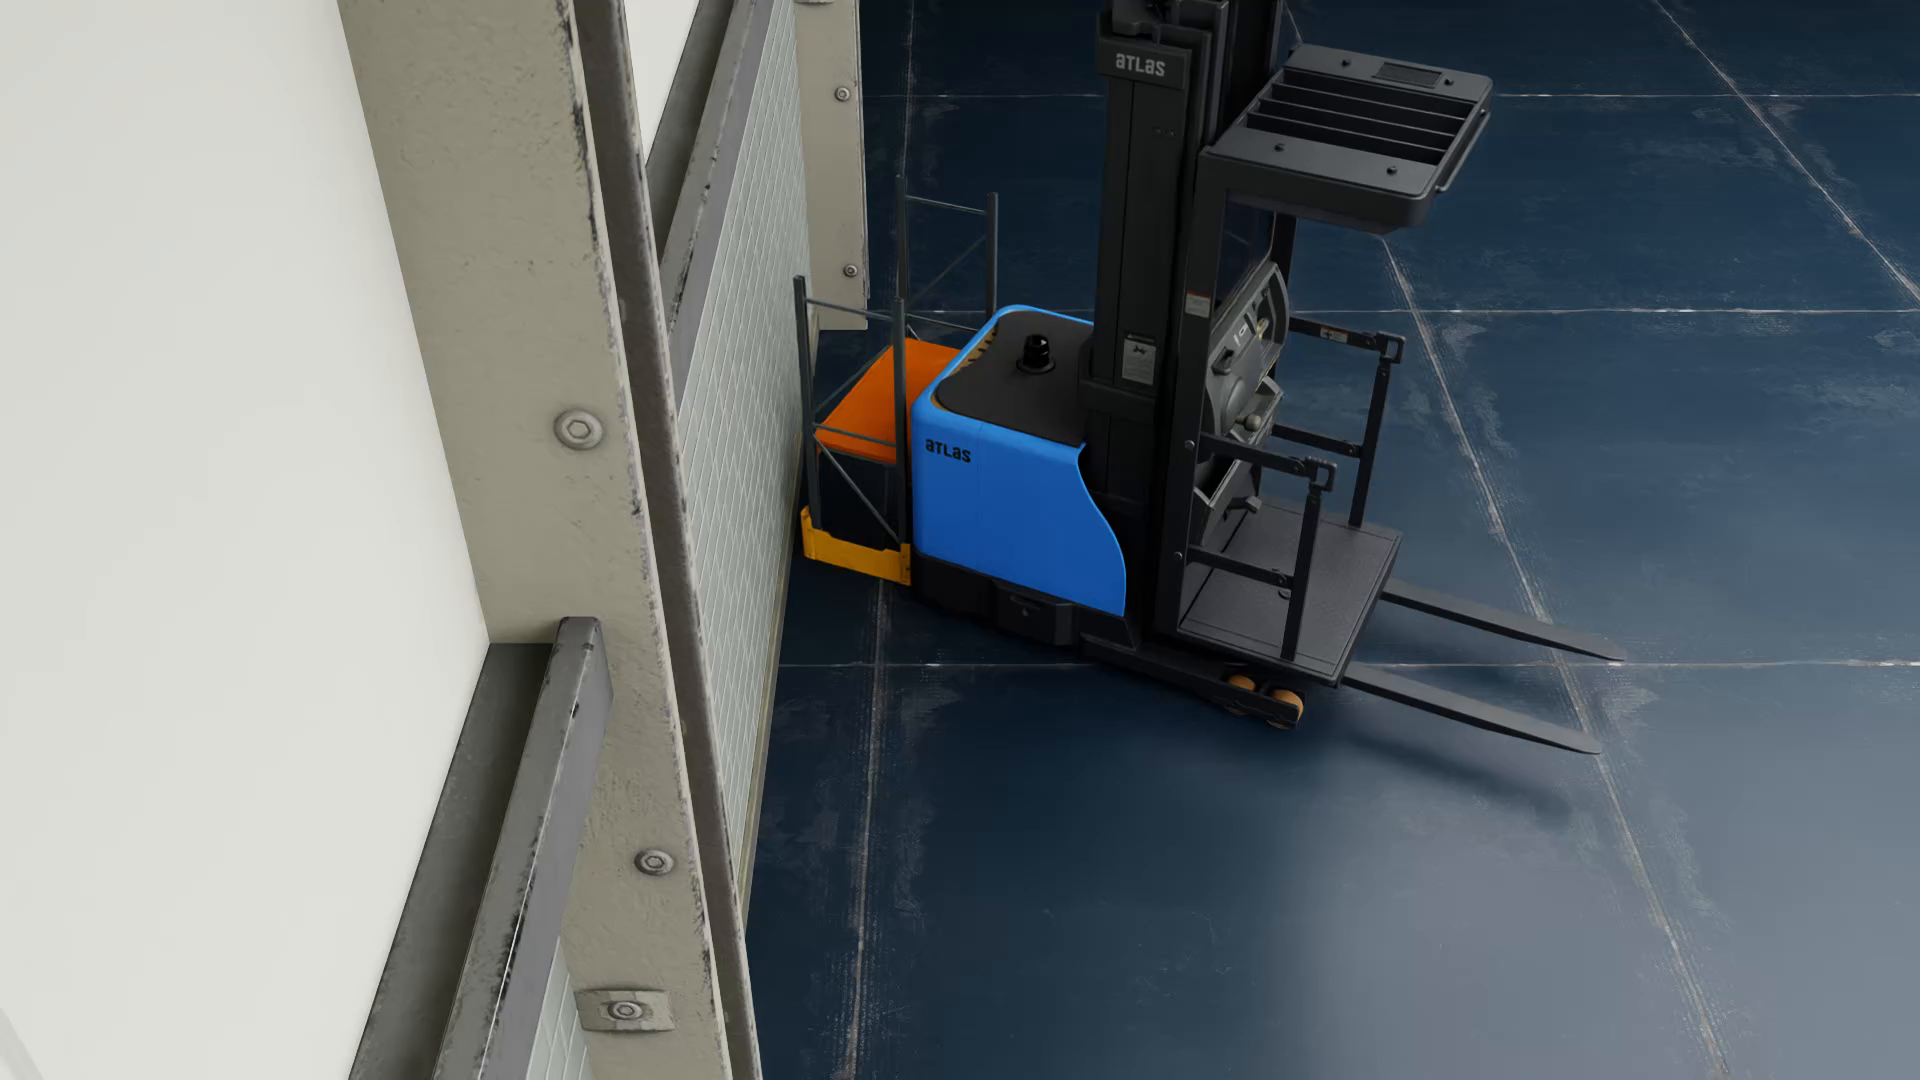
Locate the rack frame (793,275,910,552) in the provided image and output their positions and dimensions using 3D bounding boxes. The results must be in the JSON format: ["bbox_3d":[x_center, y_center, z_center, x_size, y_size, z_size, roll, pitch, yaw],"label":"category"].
[{"bbox_3d":[-0.465,-0.461,7.371,0.500,1.500,0.032,15,41,18],"label":"rack frame"}]

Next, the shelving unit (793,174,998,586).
[{"bbox_3d":[-0.267,-0.747,7.729,0.587,1.500,1.083,15,41,18],"label":"shelving unit"}]

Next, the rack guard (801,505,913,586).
[{"bbox_3d":[-0.464,0.026,7.763,0.587,0.250,0.087,15,41,18],"label":"rack guard"}]

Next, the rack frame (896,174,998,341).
[{"bbox_3d":[-0.062,-1.044,8.099,0.500,1.500,0.032,15,41,18],"label":"rack frame"}]

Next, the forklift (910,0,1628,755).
[{"bbox_3d":[1.328,-0.731,6.563,3.031,2.935,1.130,17,42,20],"label":"forklift"}]

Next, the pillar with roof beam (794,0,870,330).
[{"bbox_3d":[3.619,-4.841,6.840,9.100,9.000,0.400,0,39,0],"label":"pillar with roof beam"}]

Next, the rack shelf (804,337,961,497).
[{"bbox_3d":[-0.263,-0.612,7.848,0.538,0.185,1.000,15,41,18],"label":"rack shelf"}]
